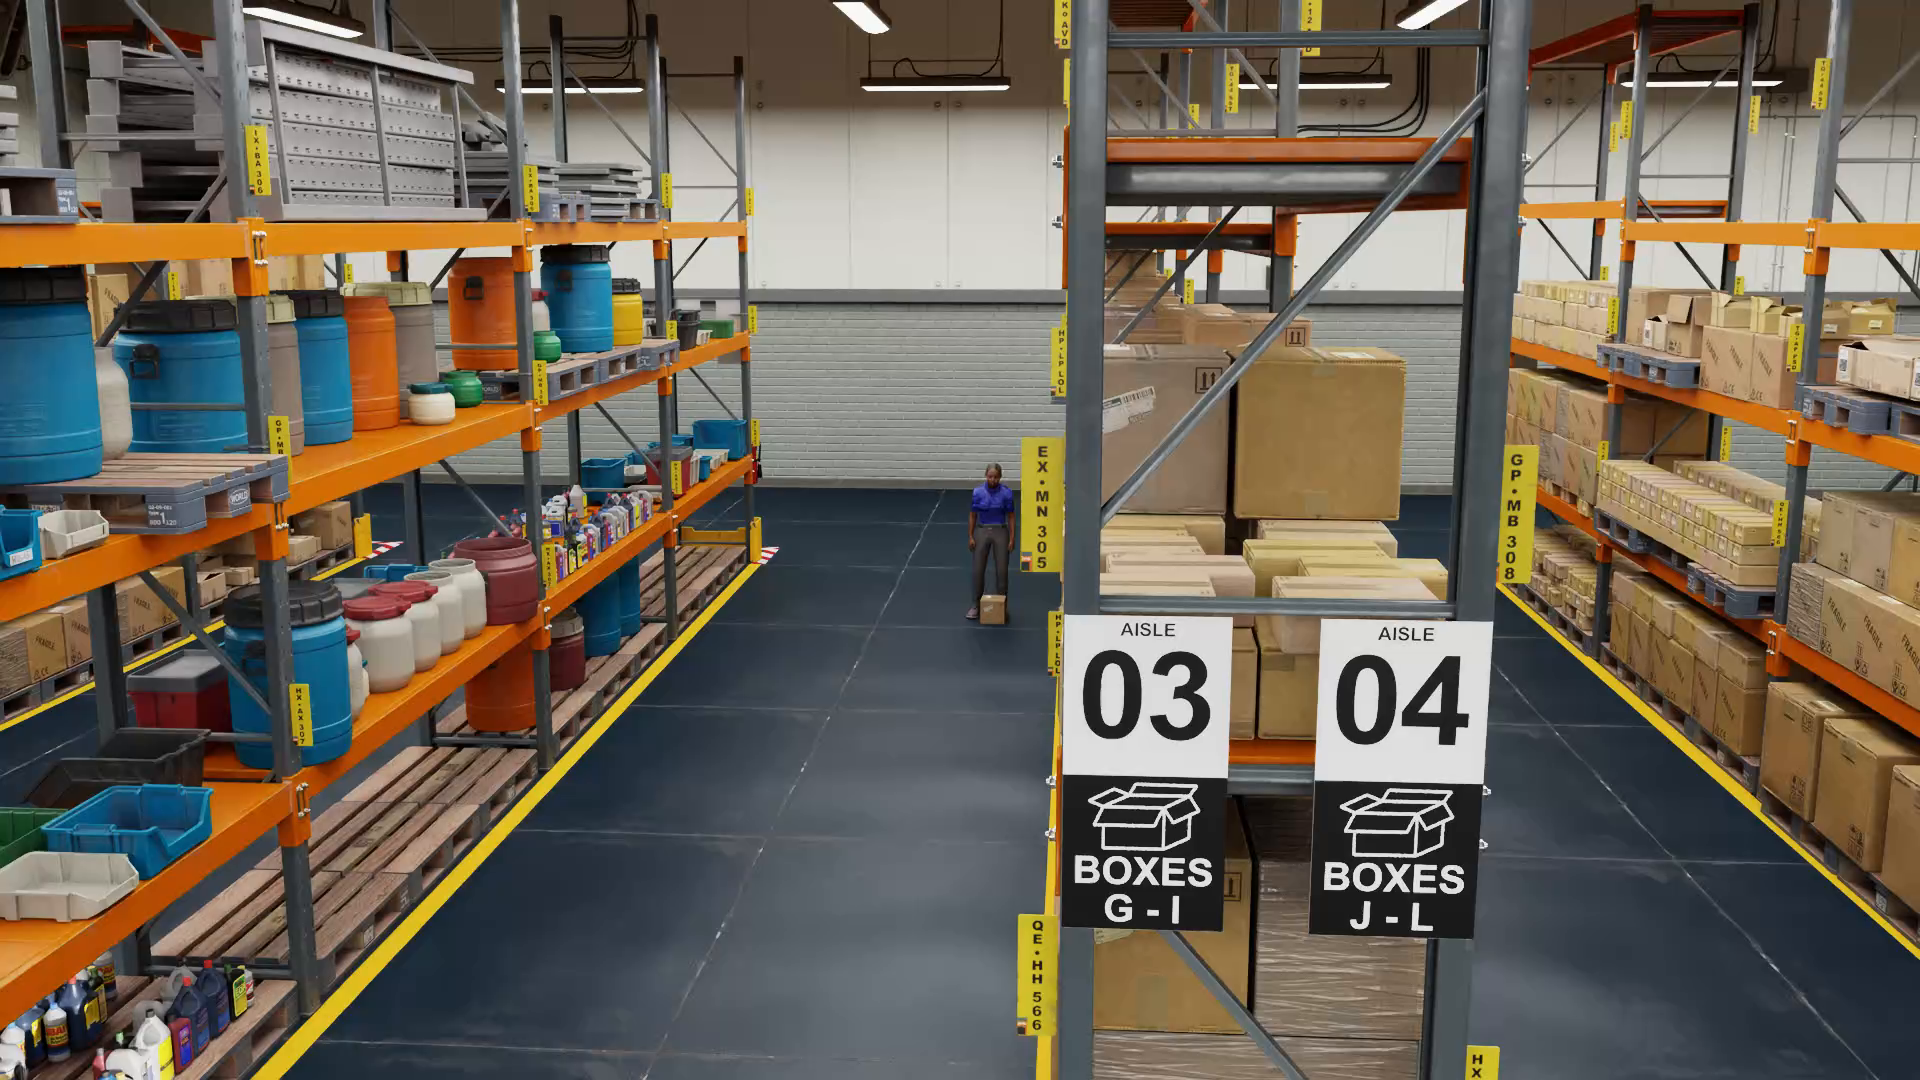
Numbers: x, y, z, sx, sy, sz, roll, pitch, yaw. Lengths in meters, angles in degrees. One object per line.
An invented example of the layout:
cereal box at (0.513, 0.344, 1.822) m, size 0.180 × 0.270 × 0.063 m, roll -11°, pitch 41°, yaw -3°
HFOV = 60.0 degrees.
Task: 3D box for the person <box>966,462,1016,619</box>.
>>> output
person at (0.328, -0.006, 17.470) m, size 0.510 × 1.655 × 0.349 m, roll 1°, pitch 11°, yaw 4°
